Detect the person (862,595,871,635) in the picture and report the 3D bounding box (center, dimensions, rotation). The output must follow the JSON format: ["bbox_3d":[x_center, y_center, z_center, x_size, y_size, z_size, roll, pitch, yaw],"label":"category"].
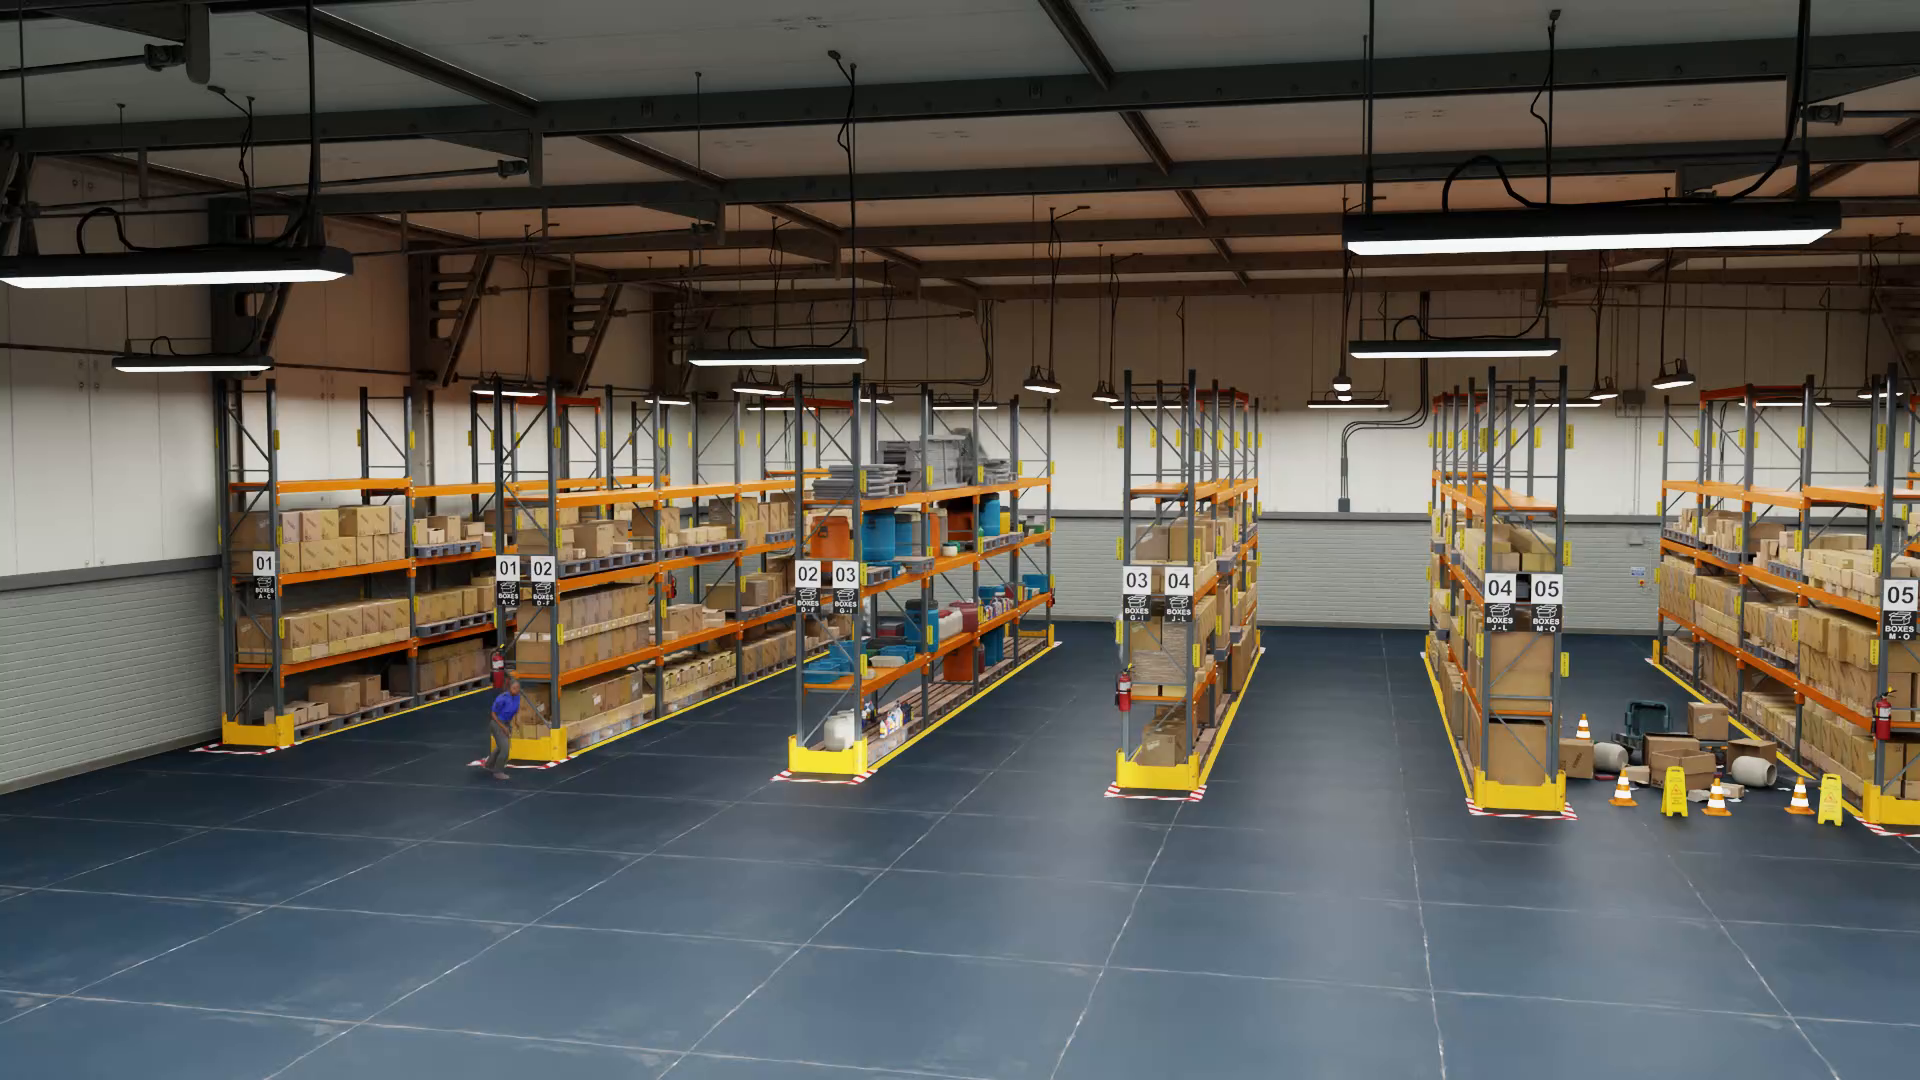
[{"bbox_3d":[-2.483,1.586,42.626,0.628,1.718,0.644,2,4,26],"label":"person"}]

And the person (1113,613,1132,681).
[{"bbox_3d":[3.459,2.098,34.048,0.672,1.725,0.633,1,4,16],"label":"person"}]

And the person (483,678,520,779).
[{"bbox_3d":[-6.791,2.776,24.642,0.816,1.526,0.626,1,4,19],"label":"person"}]

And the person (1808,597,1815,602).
[{"bbox_3d":[18.038,1.996,35.429,0.654,1.749,0.905,-1,3,-11],"label":"person"}]
